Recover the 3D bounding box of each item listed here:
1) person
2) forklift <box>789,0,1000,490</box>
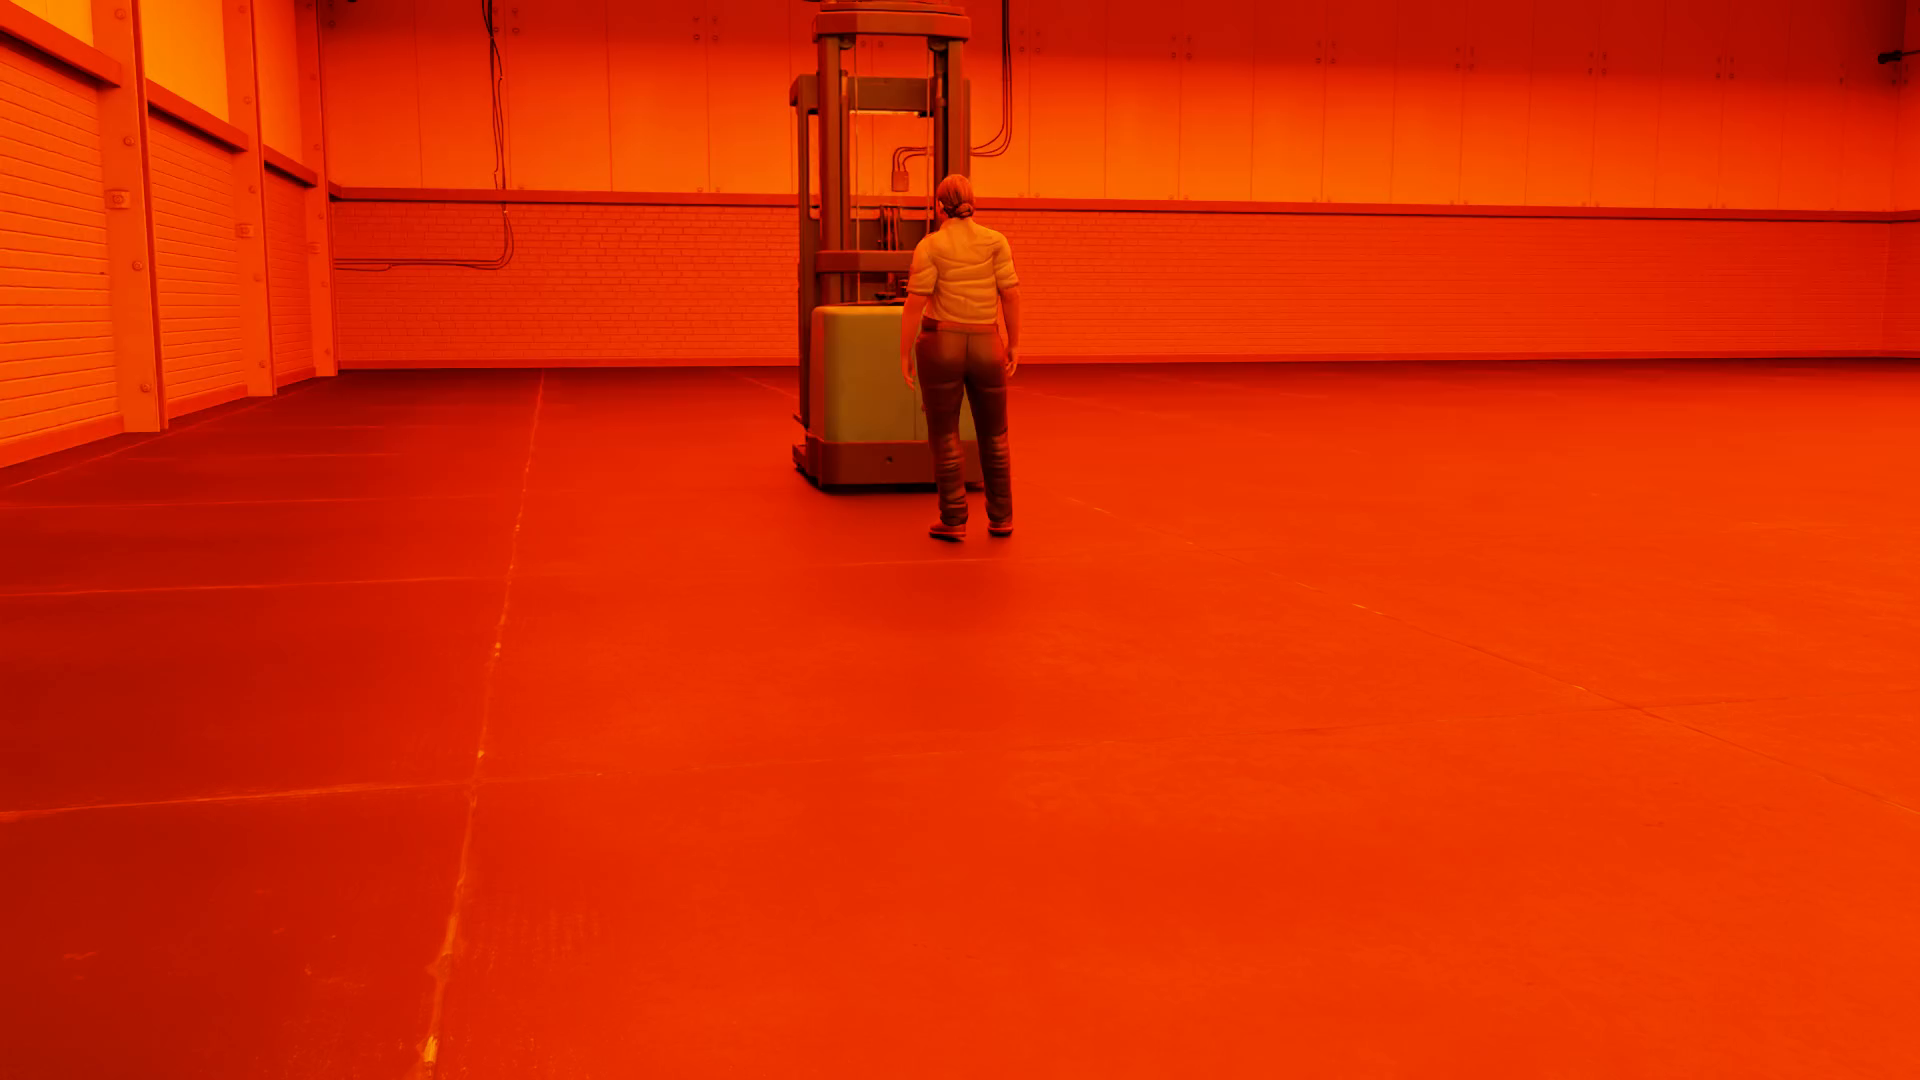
[{"bbox_3d":[0.001,-0.832,7.685,0.598,1.643,0.502,-2,8,-13],"label":"person"},{"bbox_3d":[-0.518,-1.911,10.783,1.130,2.935,3.031,-1,8,-10],"label":"forklift"}]
